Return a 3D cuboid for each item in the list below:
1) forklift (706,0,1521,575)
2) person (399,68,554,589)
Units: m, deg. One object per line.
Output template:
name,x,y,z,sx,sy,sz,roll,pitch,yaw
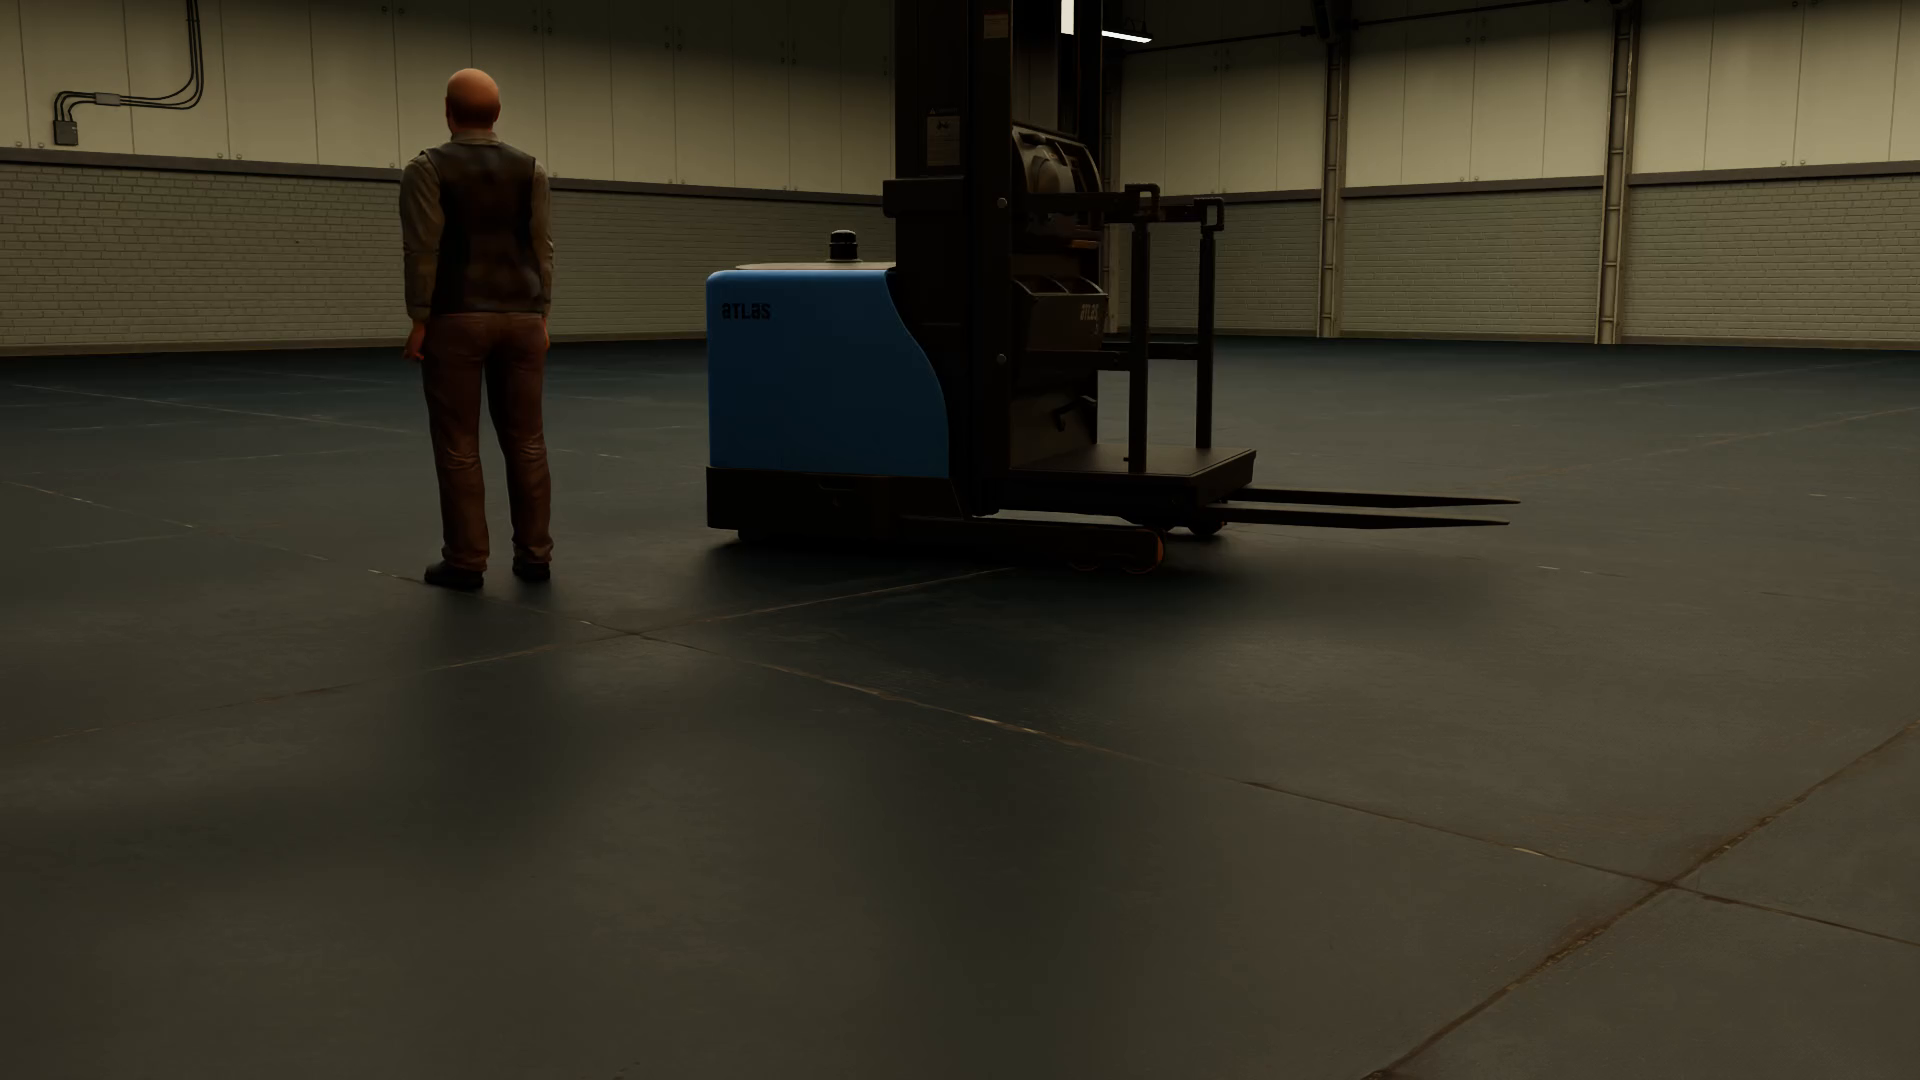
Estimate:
forklift,0.565,-1.416,6.275,3.031,2.935,1.130,3,9,22
person,-1.640,-0.709,5.650,0.525,1.724,0.369,-7,11,-38
